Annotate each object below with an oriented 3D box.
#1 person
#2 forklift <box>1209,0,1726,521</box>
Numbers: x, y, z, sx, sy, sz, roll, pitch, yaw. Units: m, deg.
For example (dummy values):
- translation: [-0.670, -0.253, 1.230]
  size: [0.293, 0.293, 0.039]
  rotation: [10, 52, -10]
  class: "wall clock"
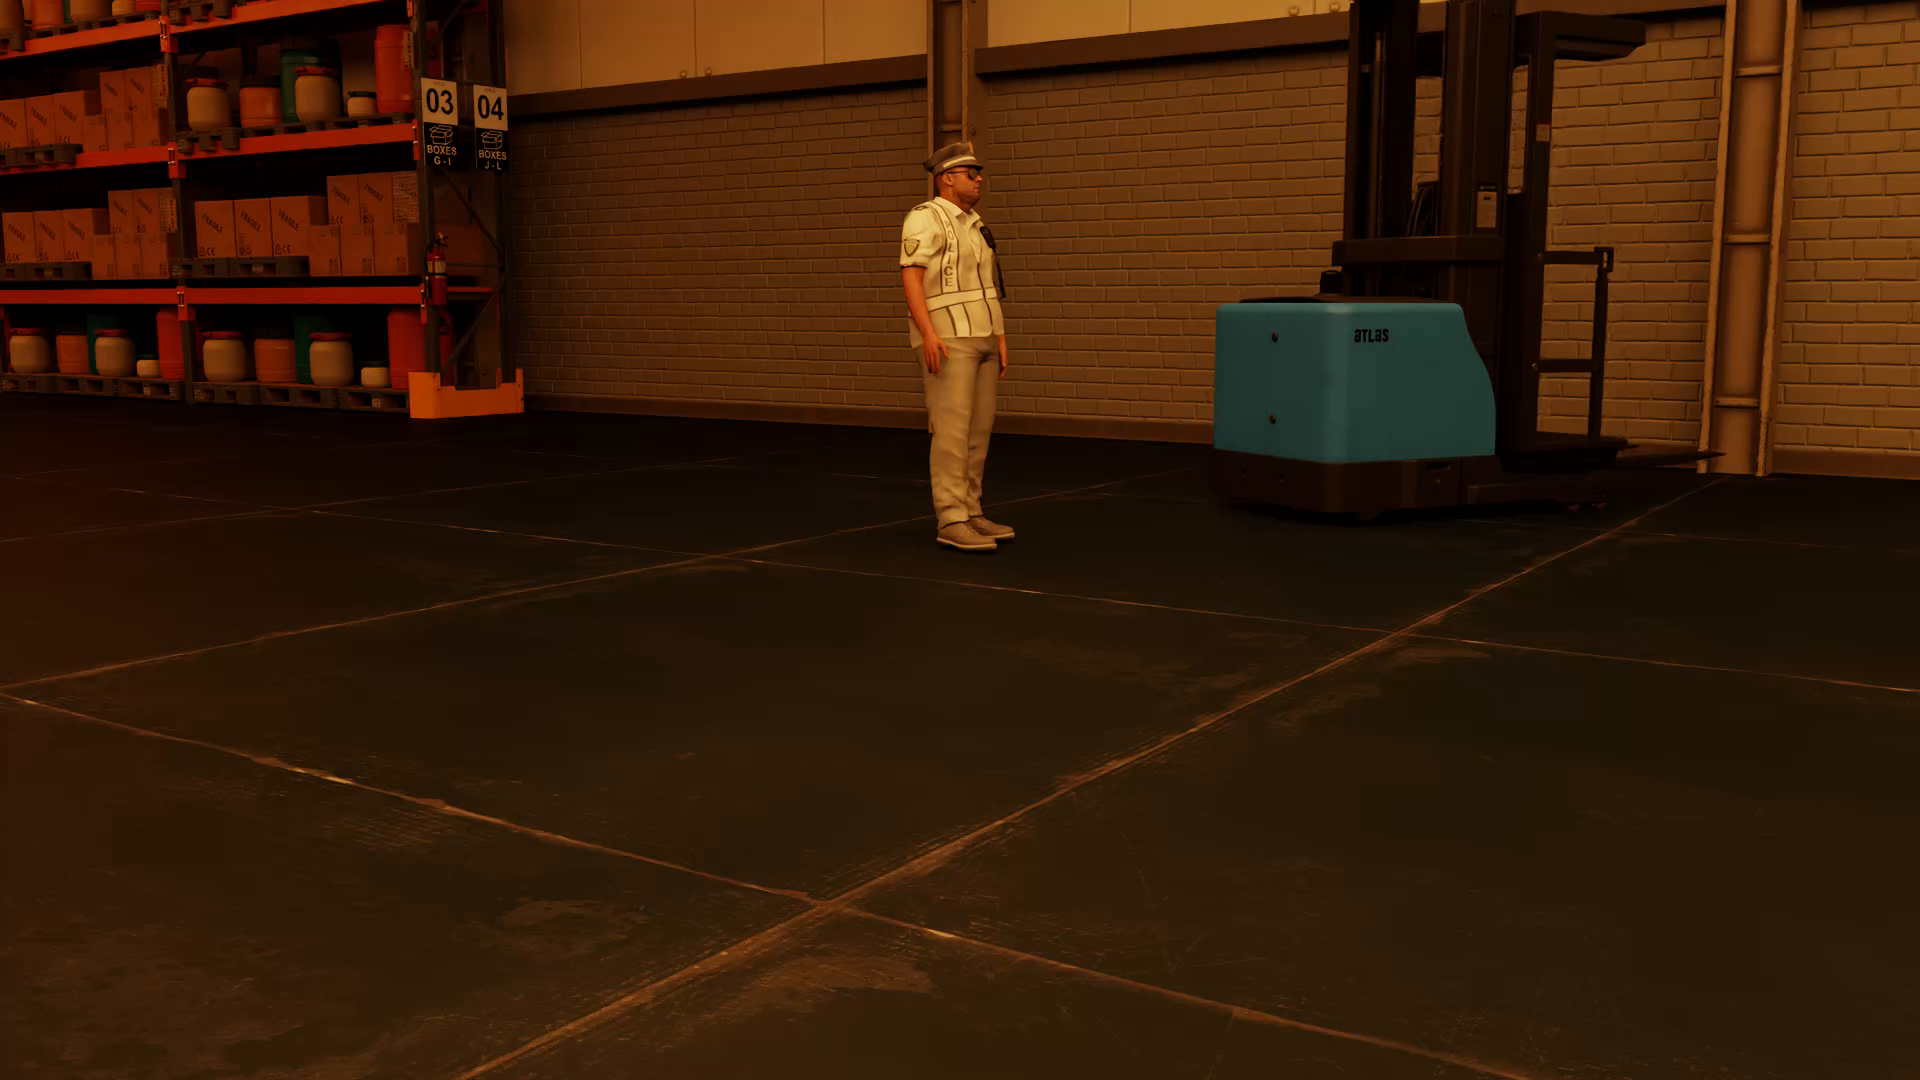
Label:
- translation: [0.058, -0.882, 7.424]
  size: [0.575, 1.780, 0.640]
  rotation: [5, 10, 34]
  class: "person"
- translation: [2.874, -1.666, 8.909]
  size: [3.031, 2.935, 1.130]
  rotation: [-4, 9, -27]
  class: "forklift"
